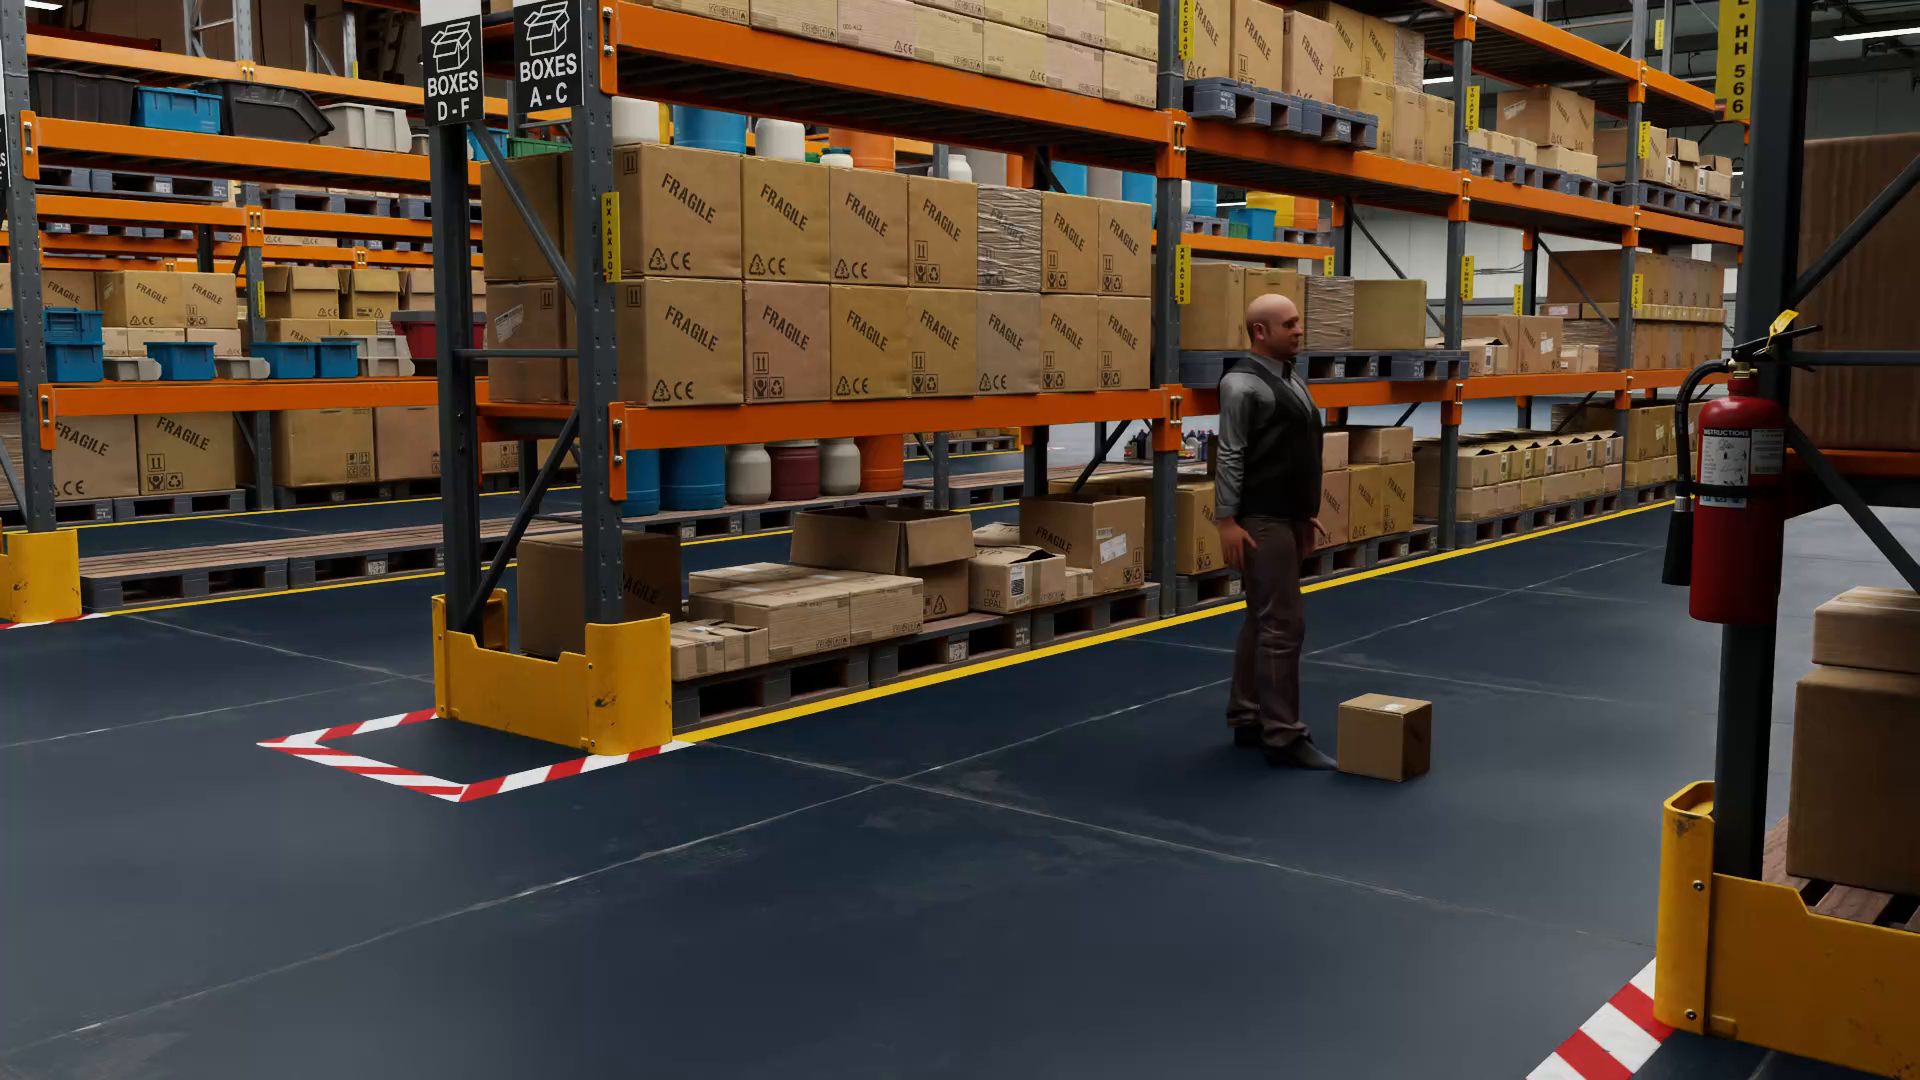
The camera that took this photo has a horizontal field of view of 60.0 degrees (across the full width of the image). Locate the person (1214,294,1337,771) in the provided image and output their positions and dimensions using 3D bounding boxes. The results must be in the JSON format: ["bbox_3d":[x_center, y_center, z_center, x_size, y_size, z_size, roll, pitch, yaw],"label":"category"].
[{"bbox_3d":[1.249,-0.037,6.243,0.526,1.755,0.565,4,8,28],"label":"person"}]
